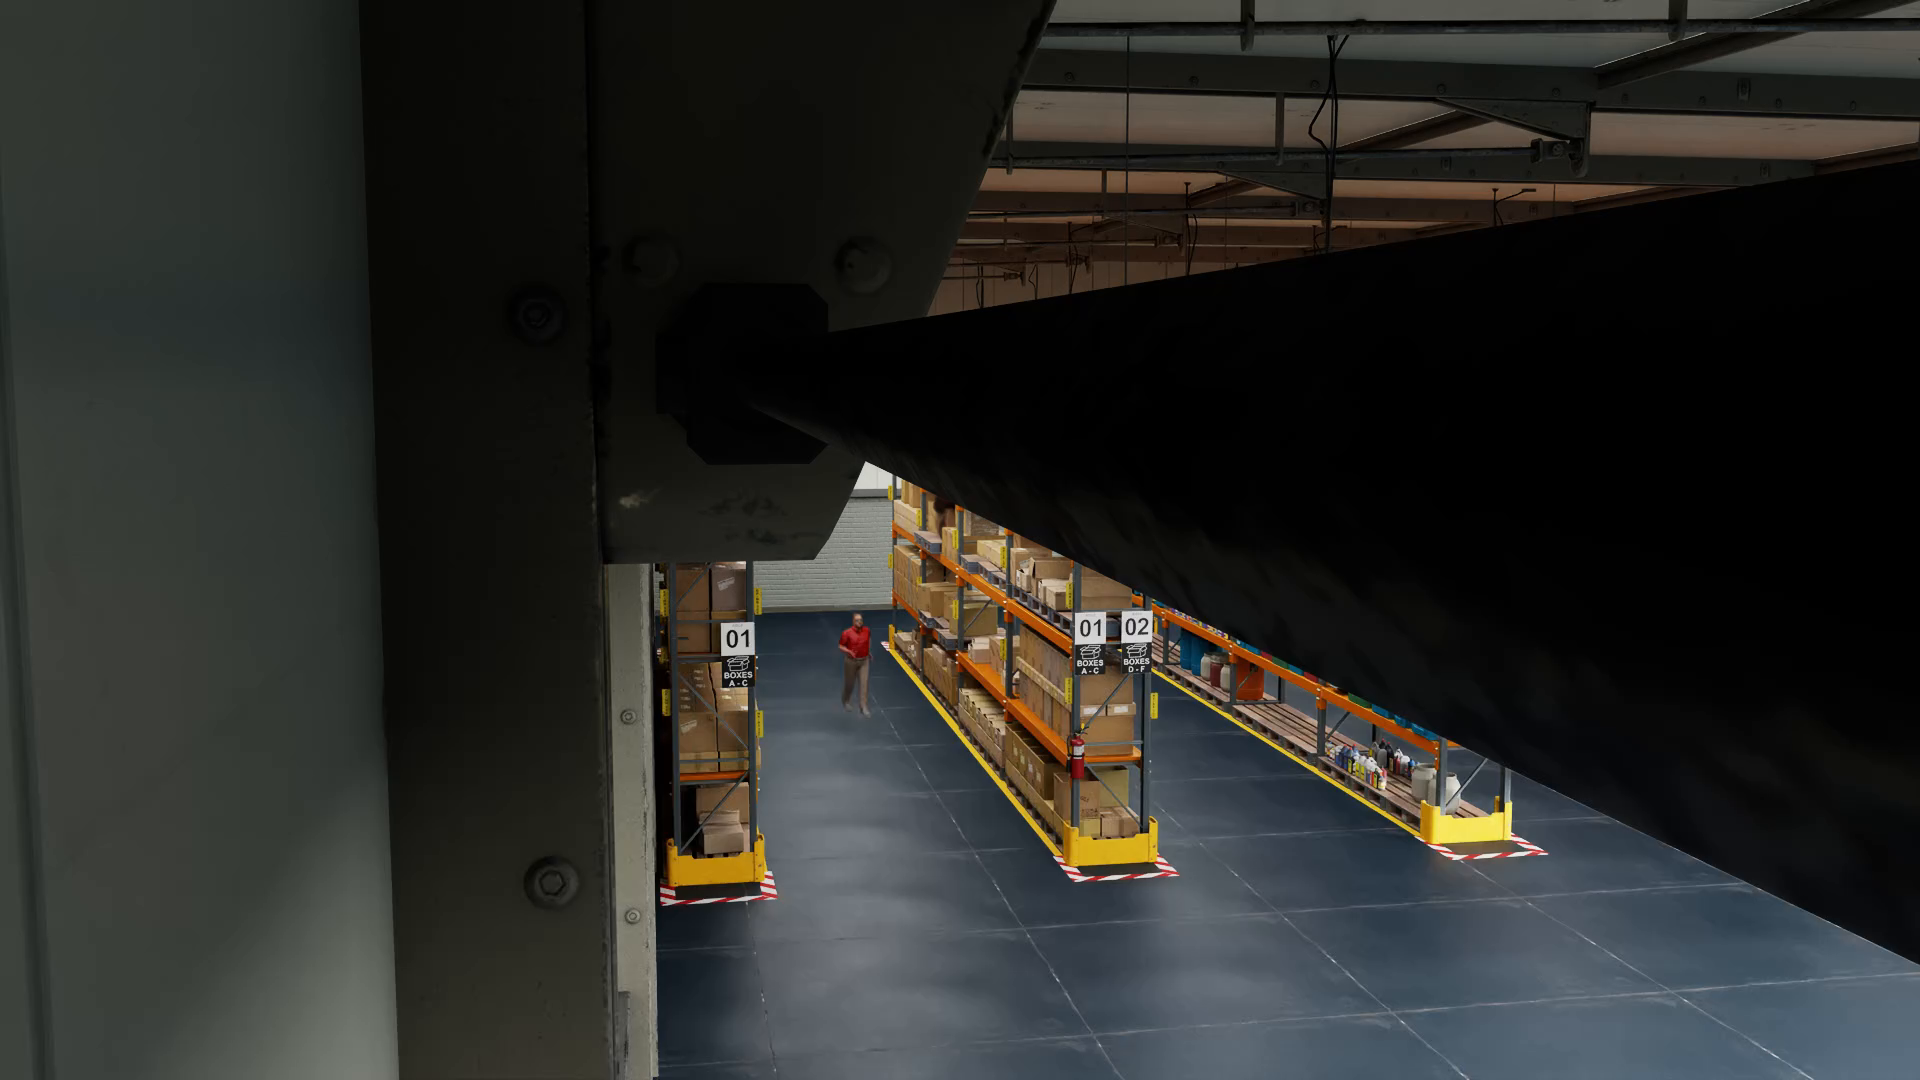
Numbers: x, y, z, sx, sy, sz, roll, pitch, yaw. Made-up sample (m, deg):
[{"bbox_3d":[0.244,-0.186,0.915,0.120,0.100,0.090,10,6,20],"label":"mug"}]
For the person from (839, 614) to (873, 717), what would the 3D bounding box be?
[{"bbox_3d":[-1.772,2.125,28.469,0.647,1.766,0.878,-3,7,-24],"label":"person"}]
